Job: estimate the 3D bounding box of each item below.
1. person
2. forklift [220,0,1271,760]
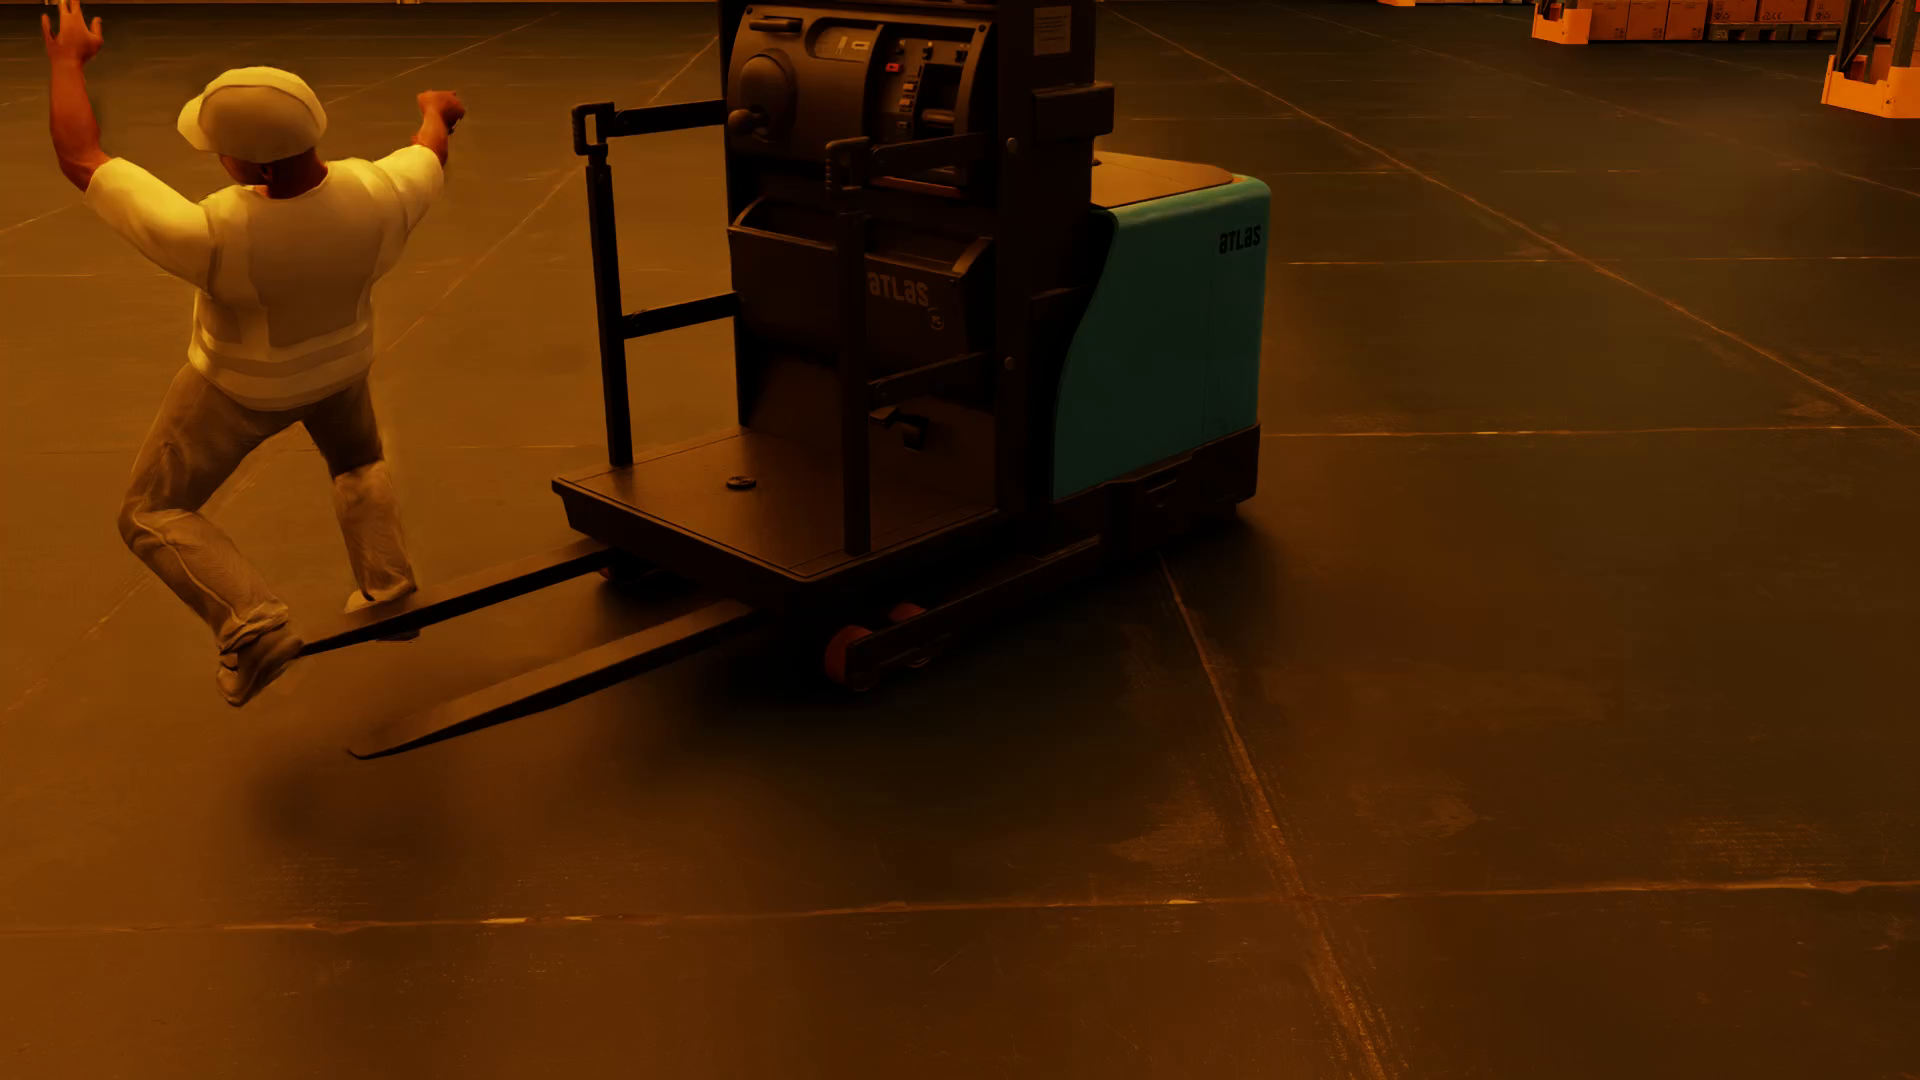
[{"bbox_3d":[-1.467,-0.495,4.002,0.710,1.576,1.100,14,25,31],"label":"person"},{"bbox_3d":[-0.426,-1.192,4.197,1.130,2.935,3.031,19,29,40],"label":"forklift"}]
